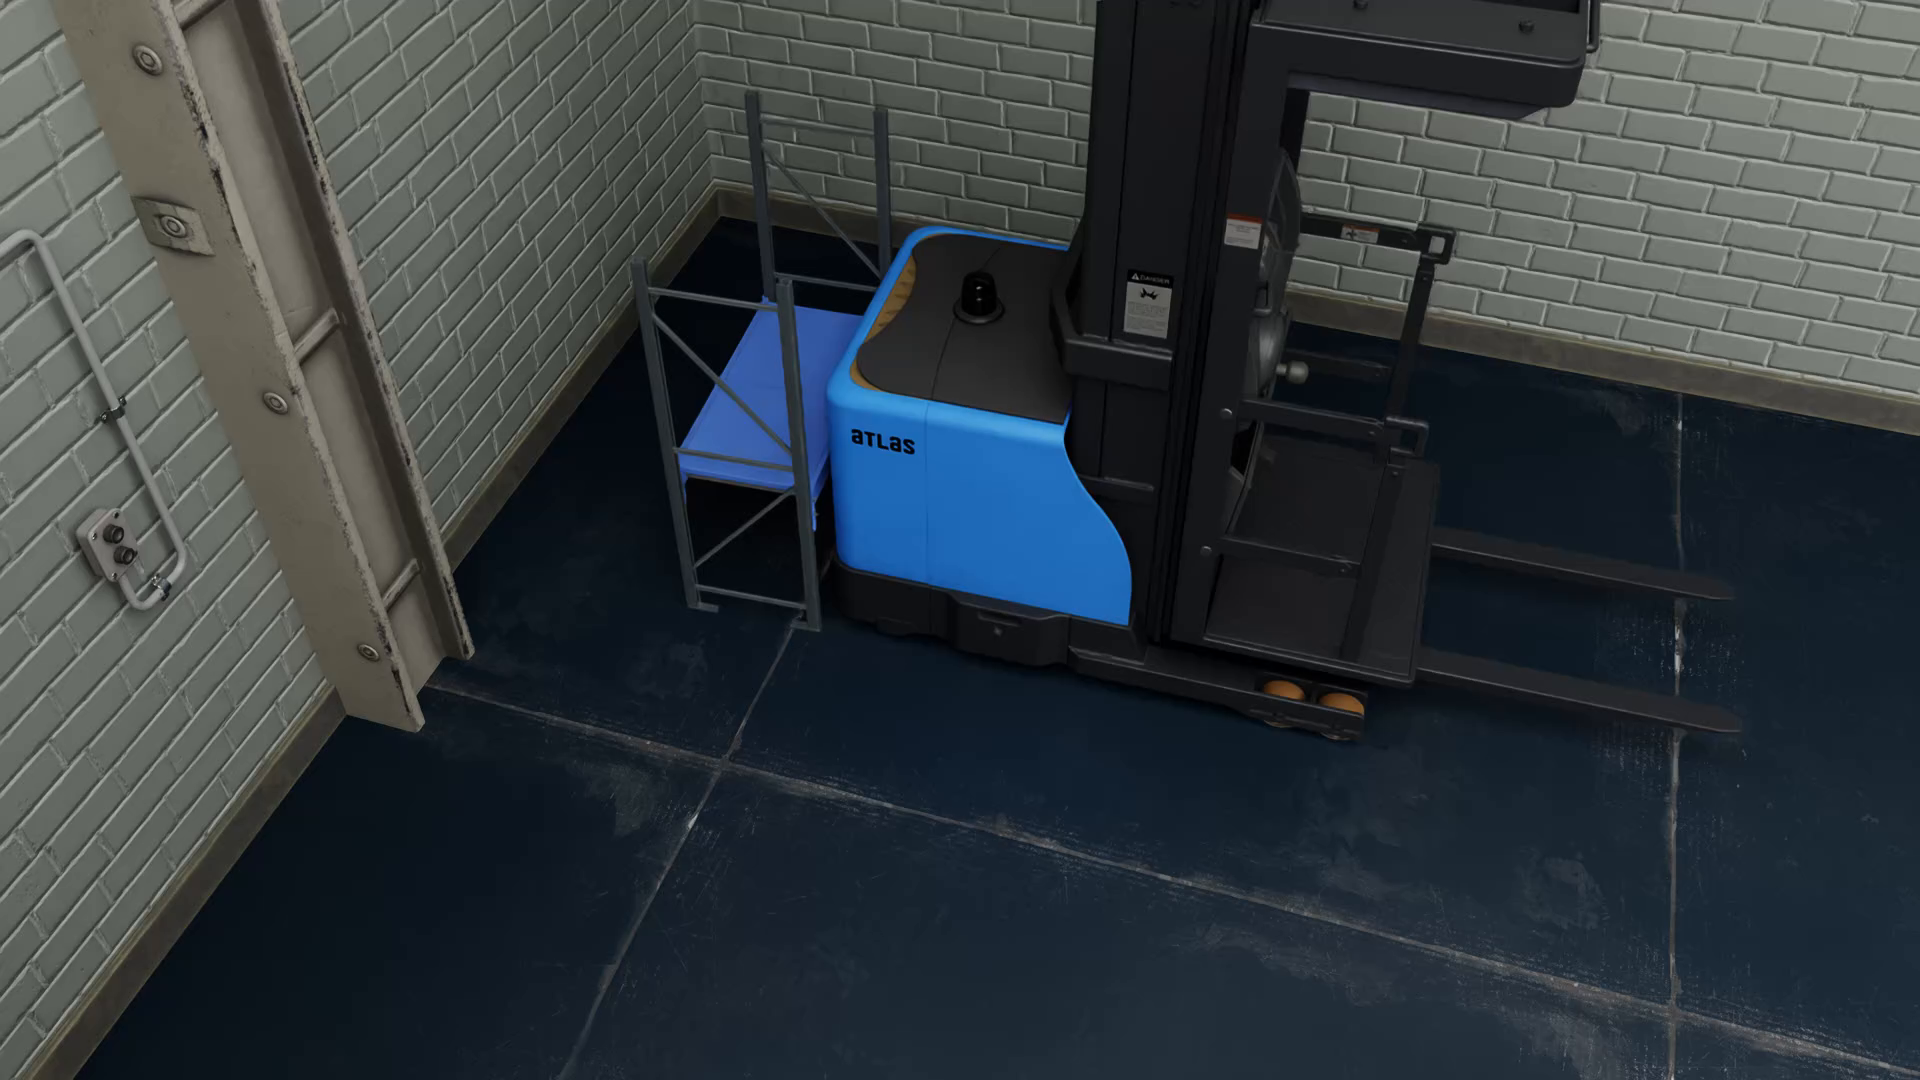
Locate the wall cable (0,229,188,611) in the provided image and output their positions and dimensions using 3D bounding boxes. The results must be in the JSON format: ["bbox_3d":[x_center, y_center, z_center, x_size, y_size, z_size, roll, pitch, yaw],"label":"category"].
[{"bbox_3d":[-2.417,-0.022,3.402,0.084,1.984,1.851,13,46,13],"label":"wall cable"}]

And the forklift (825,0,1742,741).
[{"bbox_3d":[1.133,-0.794,4.966,3.031,2.935,1.130,11,46,11],"label":"forklift"}]

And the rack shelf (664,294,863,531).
[{"bbox_3d":[-0.613,-0.476,5.921,0.538,0.185,1.000,10,45,10],"label":"rack shelf"}]

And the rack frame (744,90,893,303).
[{"bbox_3d":[-0.489,-0.949,6.147,0.500,1.500,0.032,10,45,10],"label":"rack frame"}]

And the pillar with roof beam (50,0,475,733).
[{"bbox_3d":[2.193,-1.821,1.677,9.100,9.000,0.400,13,46,13],"label":"pillar with roof beam"}]

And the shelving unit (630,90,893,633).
[{"bbox_3d":[-0.613,-0.604,5.795,0.538,1.500,1.048,10,45,10],"label":"shelving unit"}]

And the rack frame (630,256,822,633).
[{"bbox_3d":[-0.738,-0.259,5.443,0.500,1.500,0.032,10,45,10],"label":"rack frame"}]
